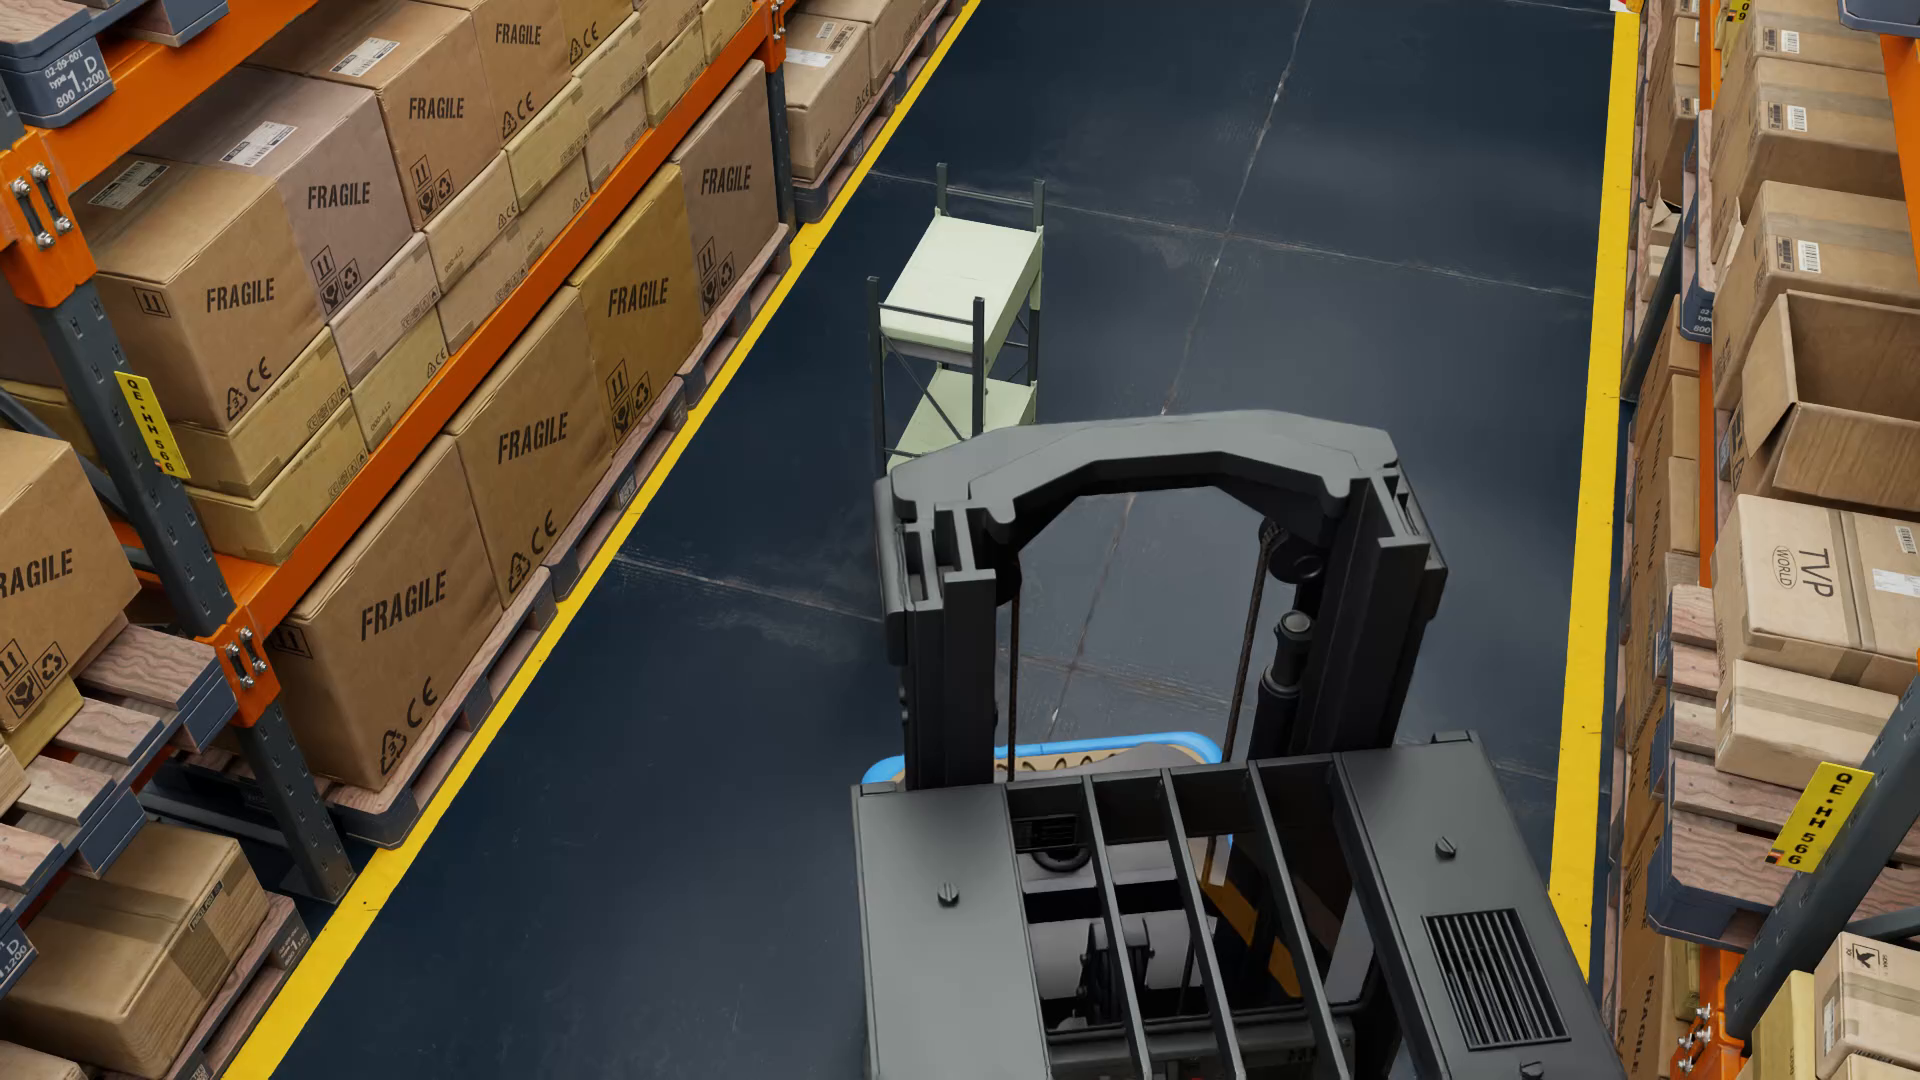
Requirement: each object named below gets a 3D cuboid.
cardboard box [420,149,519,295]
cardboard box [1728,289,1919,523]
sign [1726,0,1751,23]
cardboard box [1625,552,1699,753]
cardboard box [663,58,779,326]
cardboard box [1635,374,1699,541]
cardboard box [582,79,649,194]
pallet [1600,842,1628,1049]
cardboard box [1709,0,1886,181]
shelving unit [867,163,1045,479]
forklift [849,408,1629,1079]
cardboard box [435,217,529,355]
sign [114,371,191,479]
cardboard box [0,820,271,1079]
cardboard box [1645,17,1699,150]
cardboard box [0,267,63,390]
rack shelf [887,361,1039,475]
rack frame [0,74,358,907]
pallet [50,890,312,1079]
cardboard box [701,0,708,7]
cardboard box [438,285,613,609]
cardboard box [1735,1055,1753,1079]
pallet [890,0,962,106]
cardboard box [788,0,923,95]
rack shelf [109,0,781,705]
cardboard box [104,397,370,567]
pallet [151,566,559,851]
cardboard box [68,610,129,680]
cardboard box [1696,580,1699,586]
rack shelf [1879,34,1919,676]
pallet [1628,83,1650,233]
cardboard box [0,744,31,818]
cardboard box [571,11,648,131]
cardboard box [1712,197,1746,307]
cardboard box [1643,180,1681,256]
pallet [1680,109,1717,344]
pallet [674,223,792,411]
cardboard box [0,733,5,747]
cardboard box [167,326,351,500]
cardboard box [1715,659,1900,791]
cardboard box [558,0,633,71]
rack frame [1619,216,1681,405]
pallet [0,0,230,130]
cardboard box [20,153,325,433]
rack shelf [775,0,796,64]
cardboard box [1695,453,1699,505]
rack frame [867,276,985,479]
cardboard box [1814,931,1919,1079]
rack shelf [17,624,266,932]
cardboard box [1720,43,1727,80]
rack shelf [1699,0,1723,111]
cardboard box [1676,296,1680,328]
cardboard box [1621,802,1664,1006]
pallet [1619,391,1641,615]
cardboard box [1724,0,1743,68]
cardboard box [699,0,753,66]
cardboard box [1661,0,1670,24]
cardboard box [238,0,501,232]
[{"bbox_3d":[-1.813,-1.089,5.468,0.500,0.250,0.500,12,46,12],"label":"cardboard box"},{"bbox_3d":[2.528,-0.270,4.507,0.797,0.503,0.637,12,46,12],"label":"cardboard box"},{"bbox_3d":[2.902,-2.041,6.072,0.100,0.325,0.005,13,46,13],"label":"sign"},{"bbox_3d":[2.590,0.429,5.654,0.500,0.500,0.500,11,45,11],"label":"cardboard box"},{"bbox_3d":[-1.422,-1.631,7.491,0.875,0.875,0.875,14,46,14],"label":"cardboard box"},{"bbox_3d":[2.909,-0.247,6.345,0.500,0.500,0.500,12,46,12],"label":"cardboard box"},{"bbox_3d":[-1.532,-1.593,6.341,0.500,0.250,0.500,11,46,11],"label":"cardboard box"},{"bbox_3d":[2.472,1.551,5.014,1.003,0.211,1.213,13,46,13],"label":"pallet"},{"bbox_3d":[3.062,-1.533,5.800,0.700,0.500,0.500,14,46,14],"label":"cardboard box"},{"bbox_3d":[-0.002,-0.532,6.221,0.431,1.500,0.755,13,46,12],"label":"shelving unit"},{"bbox_3d":[0.387,1.313,3.313,1.130,2.935,3.031,-4,45,-5],"label":"forklift"},{"bbox_3d":[-1.831,-0.918,5.651,0.500,0.250,0.500,14,46,14],"label":"cardboard box"},{"bbox_3d":[-2.002,-0.281,4.122,0.100,0.325,0.005,13,46,13],"label":"sign"},{"bbox_3d":[-2.702,1.159,4.999,0.950,0.372,0.625,10,45,10],"label":"cardboard box"},{"bbox_3d":[3.806,-2.264,8.406,0.500,0.500,0.500,13,46,13],"label":"cardboard box"},{"bbox_3d":[-2.614,-0.798,4.634,0.500,0.500,0.500,11,46,11],"label":"cardboard box"},{"bbox_3d":[-0.002,-0.299,6.449,0.431,0.370,0.720,13,46,12],"label":"rack shelf"},{"bbox_3d":[-2.522,-0.005,4.610,1.000,3.000,0.127,13,46,13],"label":"rack frame"},{"bbox_3d":[-2.760,1.513,5.053,1.003,0.211,1.213,13,46,13],"label":"pallet"},{"bbox_3d":[-1.212,-2.450,6.859,0.500,0.250,0.500,12,46,12],"label":"cardboard box"},{"bbox_3d":[-1.959,-0.432,6.265,0.875,0.875,0.875,13,46,13],"label":"cardboard box"},{"bbox_3d":[1.843,1.342,3.341,0.500,0.250,0.500,13,46,13],"label":"cardboard box"},{"bbox_3d":[-0.638,-2.980,9.645,1.003,0.211,1.213,13,46,12],"label":"pallet"},{"bbox_3d":[-0.747,-2.898,9.098,0.875,0.438,0.875,11,45,11],"label":"cardboard box"},{"bbox_3d":[-1.916,-1.081,6.224,1.077,0.370,4.000,13,46,13],"label":"rack shelf"},{"bbox_3d":[-2.134,-0.224,4.941,0.500,0.250,0.500,12,46,12],"label":"cardboard box"},{"bbox_3d":[-2.211,0.483,6.106,1.003,0.211,1.213,13,46,13],"label":"pallet"},{"bbox_3d":[-2.397,0.204,4.277,0.380,0.149,0.250,14,46,14],"label":"cardboard box"},{"bbox_3d":[2.546,0.295,5.327,0.380,0.149,0.250,11,45,11],"label":"cardboard box"},{"bbox_3d":[2.816,-1.104,4.103,1.077,0.370,4.000,13,46,13],"label":"rack shelf"},{"bbox_3d":[3.998,-1.899,8.539,1.003,0.211,1.213,13,46,13],"label":"pallet"},{"bbox_3d":[-2.443,0.575,3.897,0.380,0.149,0.250,12,46,12],"label":"cardboard box"},{"bbox_3d":[-1.508,-1.769,6.163,0.500,0.250,0.500,14,46,13],"label":"cardboard box"},{"bbox_3d":[2.635,-0.879,5.300,0.396,0.266,0.258,15,46,14],"label":"cardboard box"},{"bbox_3d":[3.418,-1.466,7.758,0.396,0.266,0.258,14,46,14],"label":"cardboard box"},{"bbox_3d":[3.075,-1.044,5.809,1.003,0.211,1.213,13,46,13],"label":"pallet"},{"bbox_3d":[-1.472,-1.144,7.768,1.003,0.211,1.213,13,46,13],"label":"pallet"},{"bbox_3d":[-2.541,0.412,3.600,0.500,0.500,0.500,12,46,12],"label":"cardboard box"},{"bbox_3d":[-2.133,-0.415,4.779,0.500,0.250,0.500,12,46,12],"label":"cardboard box"},{"bbox_3d":[2.043,0.465,4.010,0.380,0.149,0.250,13,46,13],"label":"cardboard box"},{"bbox_3d":[-1.528,-2.033,5.896,0.500,0.500,0.500,14,46,14],"label":"cardboard box"},{"bbox_3d":[3.421,-1.622,6.263,1.000,3.000,0.127,13,46,13],"label":"rack frame"},{"bbox_3d":[-2.377,-1.450,4.077,1.213,0.211,1.003,15,46,14],"label":"pallet"},{"bbox_3d":[-2.139,-0.675,4.508,0.500,0.500,0.500,11,45,11],"label":"cardboard box"},{"bbox_3d":[-0.705,-3.747,8.949,1.077,0.370,4.000,13,46,13],"label":"rack shelf"},{"bbox_3d":[2.801,-0.209,5.842,0.380,0.149,0.250,12,46,12],"label":"cardboard box"},{"bbox_3d":[-0.113,-0.288,5.972,0.400,1.500,0.023,13,46,12],"label":"rack frame"},{"bbox_3d":[1.833,0.927,3.123,0.380,0.149,0.250,14,46,14],"label":"cardboard box"},{"bbox_3d":[-3.127,1.586,3.499,1.077,0.370,4.000,13,46,13],"label":"rack shelf"},{"bbox_3d":[3.335,-1.976,6.805,0.380,0.149,0.250,14,46,14],"label":"cardboard box"},{"bbox_3d":[4.027,-2.698,7.877,1.077,0.370,4.000,13,46,13],"label":"rack shelf"},{"bbox_3d":[3.059,-0.928,6.577,0.380,0.149,0.250,15,46,14],"label":"cardboard box"},{"bbox_3d":[2.295,1.129,4.939,0.500,0.500,0.500,12,46,12],"label":"cardboard box"},{"bbox_3d":[3.211,-0.075,6.676,1.003,0.211,1.213,13,46,13],"label":"pallet"},{"bbox_3d":[3.343,-2.066,6.611,0.500,0.250,0.500,14,46,14],"label":"cardboard box"},{"bbox_3d":[-1.206,-2.265,7.027,0.500,0.250,0.500,12,46,12],"label":"cardboard box"},{"bbox_3d":[4.357,-3.158,9.318,0.797,0.503,0.637,11,45,11],"label":"cardboard box"},{"bbox_3d":[-1.827,-1.349,5.197,0.500,0.500,0.500,14,46,14],"label":"cardboard box"}]
